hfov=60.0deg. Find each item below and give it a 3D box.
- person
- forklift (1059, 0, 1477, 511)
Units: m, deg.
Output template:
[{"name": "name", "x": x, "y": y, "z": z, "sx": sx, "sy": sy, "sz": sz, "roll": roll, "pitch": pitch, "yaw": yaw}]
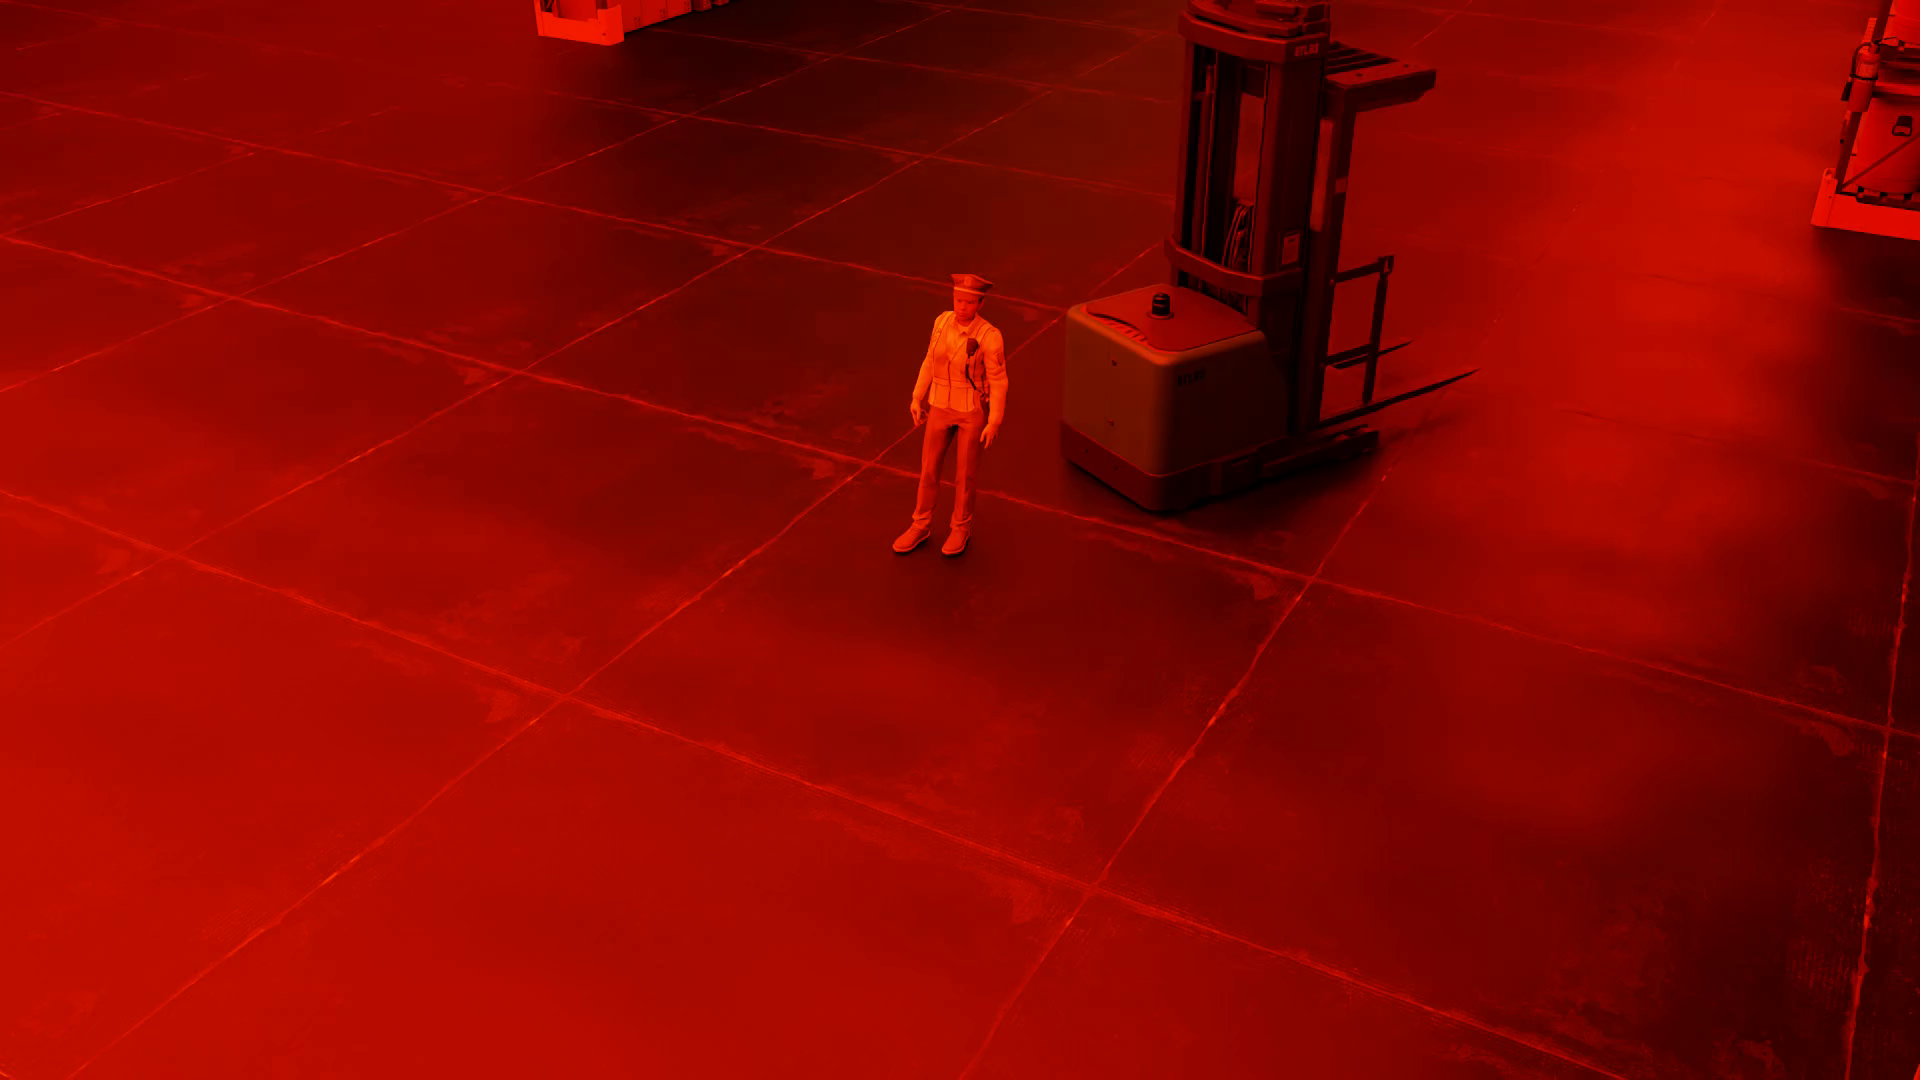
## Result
[{"name": "person", "x": -0.039, "y": -0.711, "z": 9.526, "sx": 0.587, "sy": 1.694, "sz": 0.529, "roll": 15, "pitch": 33, "yaw": 25}, {"name": "forklift", "x": 2.163, "y": -1.997, "z": 10.530, "sx": 3.031, "sy": 2.935, "sz": 1.130, "roll": -18, "pitch": 35, "yaw": -28}]
